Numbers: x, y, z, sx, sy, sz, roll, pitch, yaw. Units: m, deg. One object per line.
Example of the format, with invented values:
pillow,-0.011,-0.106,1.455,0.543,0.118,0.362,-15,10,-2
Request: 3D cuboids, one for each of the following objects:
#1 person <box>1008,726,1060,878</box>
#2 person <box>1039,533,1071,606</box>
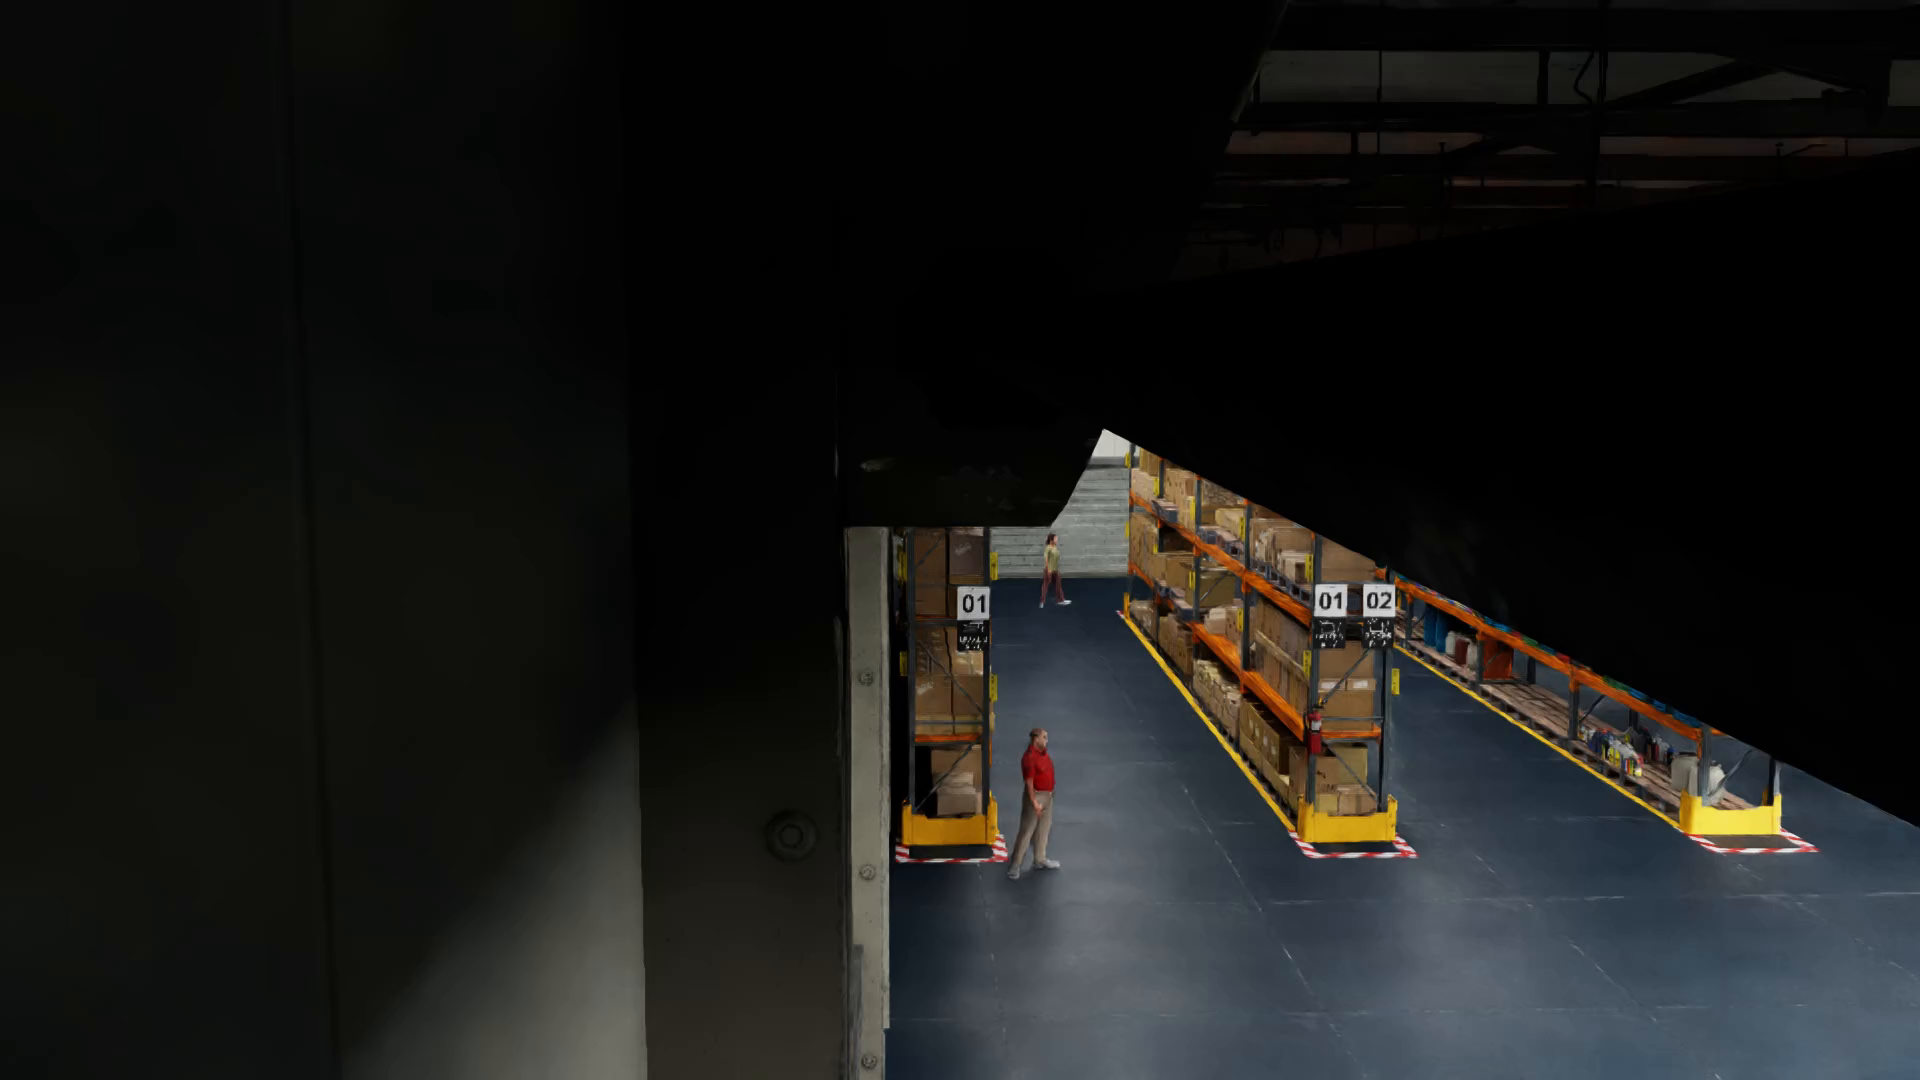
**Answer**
person,0.848,3.016,19.275,0.464,1.727,0.727,4,8,28
person,2.111,0.662,37.753,0.566,1.658,0.688,5,9,36
